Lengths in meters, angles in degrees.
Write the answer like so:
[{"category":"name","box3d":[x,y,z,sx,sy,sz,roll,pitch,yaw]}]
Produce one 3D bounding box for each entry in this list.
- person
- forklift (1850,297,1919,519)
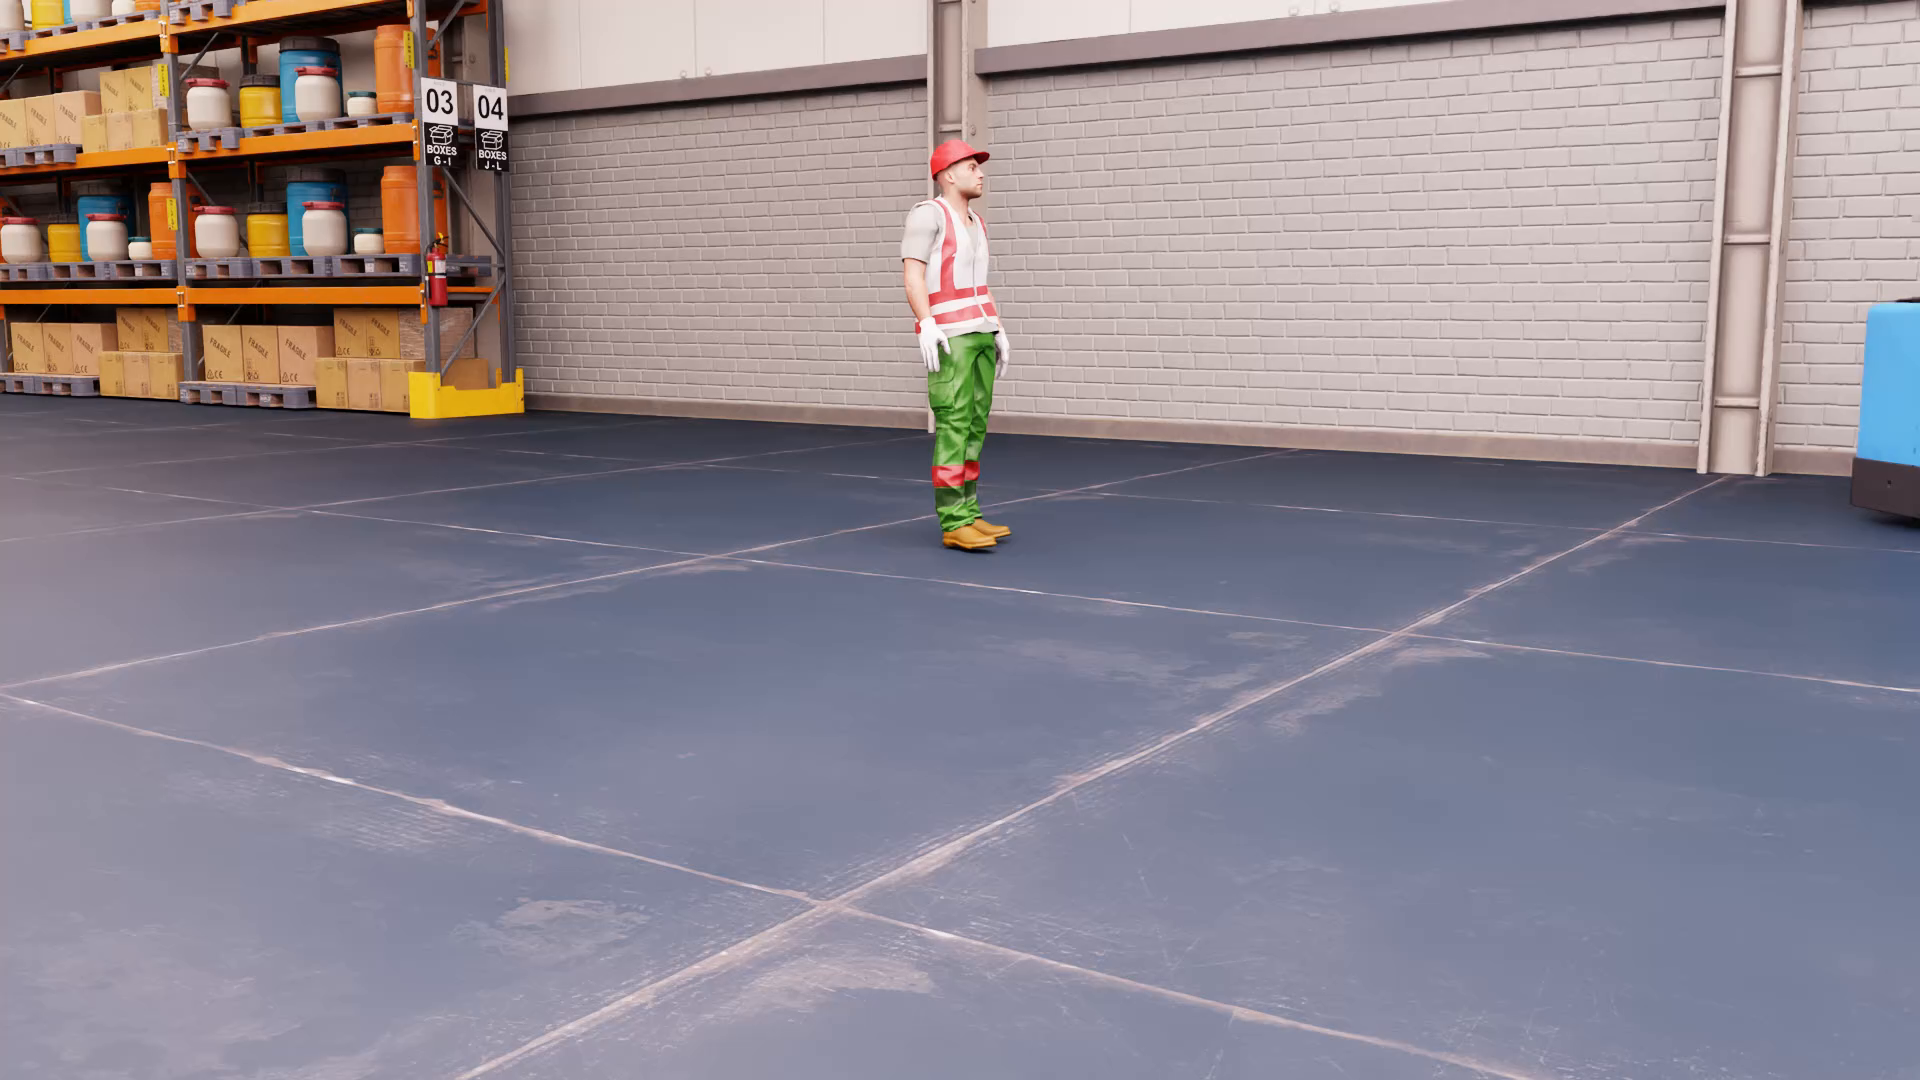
[{"category":"person","box3d":[0.059,-0.885,7.422,0.564,1.787,0.637,5,10,34]},{"category":"forklift","box3d":[5.995,-1.508,7.798,3.031,2.935,1.130,-1,8,-5]}]
